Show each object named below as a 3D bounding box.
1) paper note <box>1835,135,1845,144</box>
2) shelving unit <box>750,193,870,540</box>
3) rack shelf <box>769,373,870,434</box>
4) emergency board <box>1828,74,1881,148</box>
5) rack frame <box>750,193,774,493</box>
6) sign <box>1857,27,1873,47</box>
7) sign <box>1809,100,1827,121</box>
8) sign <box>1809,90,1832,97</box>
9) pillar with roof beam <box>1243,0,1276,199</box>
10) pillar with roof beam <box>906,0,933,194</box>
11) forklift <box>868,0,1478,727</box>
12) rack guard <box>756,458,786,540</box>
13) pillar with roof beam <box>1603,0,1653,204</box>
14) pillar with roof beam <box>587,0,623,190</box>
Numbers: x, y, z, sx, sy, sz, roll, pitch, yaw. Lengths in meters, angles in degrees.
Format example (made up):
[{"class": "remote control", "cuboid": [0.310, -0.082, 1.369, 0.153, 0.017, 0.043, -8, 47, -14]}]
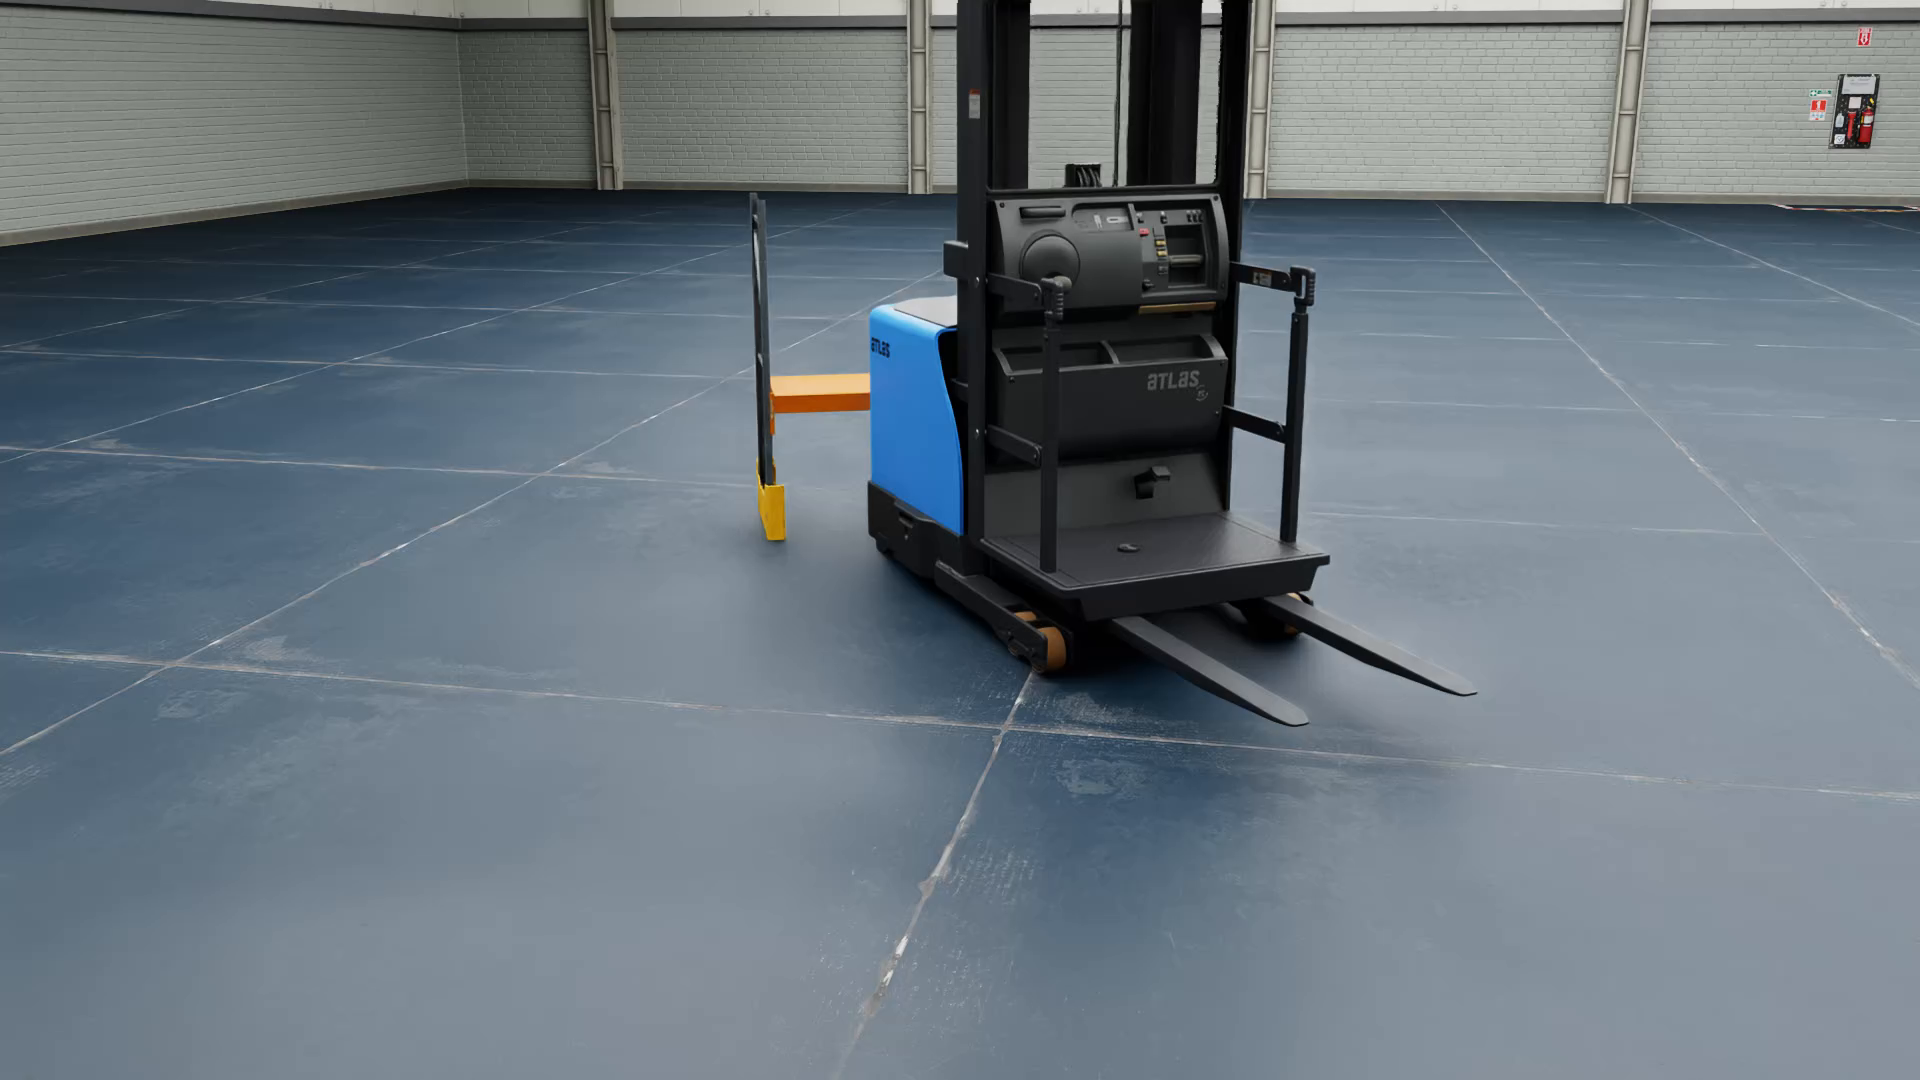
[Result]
[{"class": "paper note", "cuboid": [14.349, -6.537, 27.122, 0.142, 0.148, 0.016, 3, 16, 11]}, {"class": "shelving unit", "cuboid": [-0.391, -0.825, 7.660, 1.083, 1.500, 0.587, -3, 16, -10]}, {"class": "rack shelf", "cuboid": [-0.400, -0.651, 7.707, 1.000, 0.185, 0.538, -3, 16, -10]}, {"class": "emergency board", "cuboid": [14.508, -6.934, 26.905, 0.643, 1.169, 0.194, 3, 16, 11]}, {"class": "rack frame", "cuboid": [-0.900, -0.799, 7.566, 0.032, 1.500, 0.500, -3, 16, -10]}, {"class": "sign", "cuboid": [14.520, -8.078, 26.691, 0.199, 0.298, 0.001, 3, 16, 11]}, {"class": "sign", "cuboid": [13.987, -7.008, 27.104, 0.234, 0.329, 0.001, 3, 16, 11]}, {"class": "sign", "cuboid": [13.990, -7.260, 27.024, 0.331, 0.109, 0.001, 3, 16, 11]}, {"class": "pillar with roof beam", "cuboid": [4.305, -9.196, 23.832, 0.400, 9.000, 9.100, 3, 16, 11]}, {"class": "pillar with roof beam", "cuboid": [-1.575, -9.515, 24.985, 0.400, 9.000, 9.100, 3, 16, 11]}, {"class": "forklift", "cuboid": [0.649, -1.074, 5.880, 1.130, 2.935, 3.031, -7, 17, -23]}, {"class": "rack guard", "cuboid": [-0.881, -0.198, 7.737, 0.087, 0.250, 0.587, -3, 16, -10]}, {"class": "pillar with roof beam", "cuboid": [10.185, -8.877, 22.680, 0.400, 9.000, 9.100, 3, 16, 11]}, {"class": "pillar with roof beam", "cuboid": [-7.454, -9.834, 26.137, 0.400, 9.000, 9.100, 3, 16, 11]}]
